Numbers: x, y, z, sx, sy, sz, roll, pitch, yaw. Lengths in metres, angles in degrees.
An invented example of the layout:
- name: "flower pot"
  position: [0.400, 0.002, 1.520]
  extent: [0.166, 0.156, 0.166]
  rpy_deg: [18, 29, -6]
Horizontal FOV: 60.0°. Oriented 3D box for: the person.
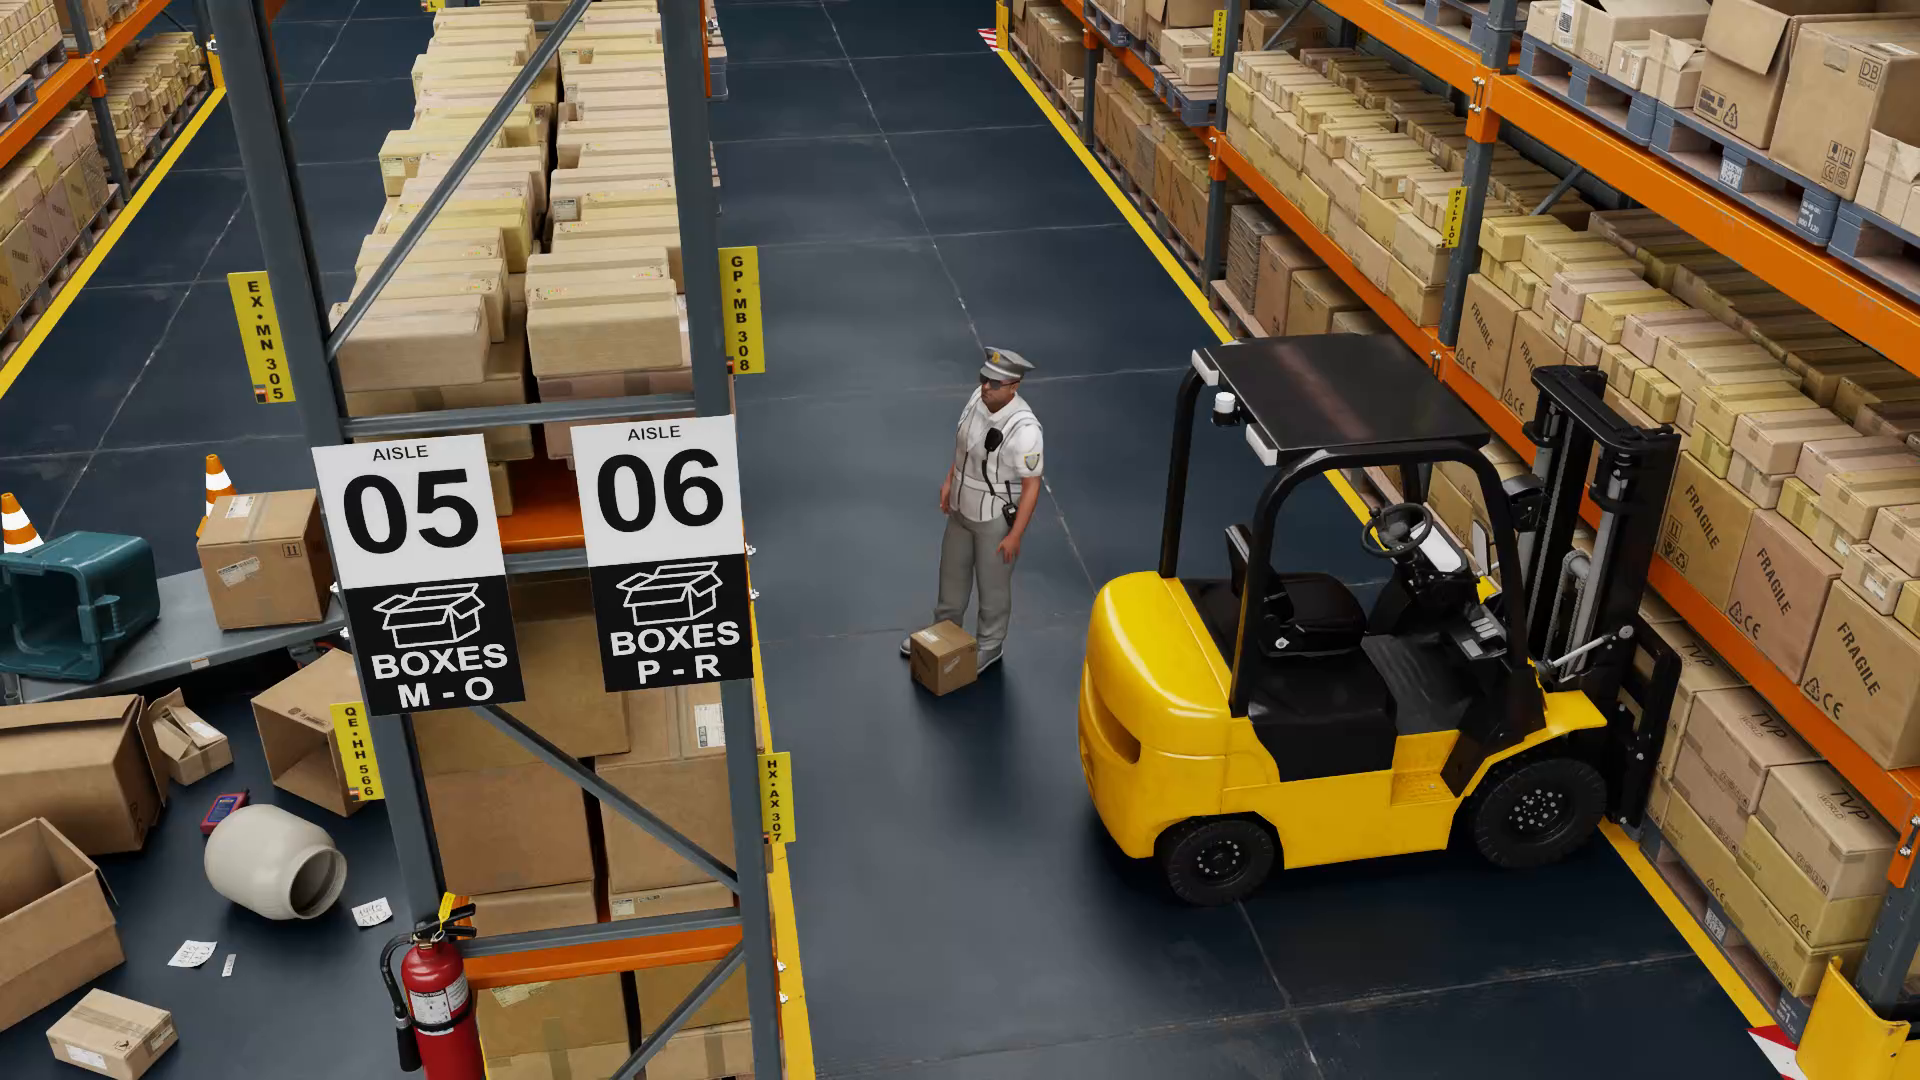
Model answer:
- name: "person"
  position: [0.072, -0.136, 8.315]
  extent: [0.575, 1.781, 0.640]
  rpy_deg: [-19, 36, -29]
